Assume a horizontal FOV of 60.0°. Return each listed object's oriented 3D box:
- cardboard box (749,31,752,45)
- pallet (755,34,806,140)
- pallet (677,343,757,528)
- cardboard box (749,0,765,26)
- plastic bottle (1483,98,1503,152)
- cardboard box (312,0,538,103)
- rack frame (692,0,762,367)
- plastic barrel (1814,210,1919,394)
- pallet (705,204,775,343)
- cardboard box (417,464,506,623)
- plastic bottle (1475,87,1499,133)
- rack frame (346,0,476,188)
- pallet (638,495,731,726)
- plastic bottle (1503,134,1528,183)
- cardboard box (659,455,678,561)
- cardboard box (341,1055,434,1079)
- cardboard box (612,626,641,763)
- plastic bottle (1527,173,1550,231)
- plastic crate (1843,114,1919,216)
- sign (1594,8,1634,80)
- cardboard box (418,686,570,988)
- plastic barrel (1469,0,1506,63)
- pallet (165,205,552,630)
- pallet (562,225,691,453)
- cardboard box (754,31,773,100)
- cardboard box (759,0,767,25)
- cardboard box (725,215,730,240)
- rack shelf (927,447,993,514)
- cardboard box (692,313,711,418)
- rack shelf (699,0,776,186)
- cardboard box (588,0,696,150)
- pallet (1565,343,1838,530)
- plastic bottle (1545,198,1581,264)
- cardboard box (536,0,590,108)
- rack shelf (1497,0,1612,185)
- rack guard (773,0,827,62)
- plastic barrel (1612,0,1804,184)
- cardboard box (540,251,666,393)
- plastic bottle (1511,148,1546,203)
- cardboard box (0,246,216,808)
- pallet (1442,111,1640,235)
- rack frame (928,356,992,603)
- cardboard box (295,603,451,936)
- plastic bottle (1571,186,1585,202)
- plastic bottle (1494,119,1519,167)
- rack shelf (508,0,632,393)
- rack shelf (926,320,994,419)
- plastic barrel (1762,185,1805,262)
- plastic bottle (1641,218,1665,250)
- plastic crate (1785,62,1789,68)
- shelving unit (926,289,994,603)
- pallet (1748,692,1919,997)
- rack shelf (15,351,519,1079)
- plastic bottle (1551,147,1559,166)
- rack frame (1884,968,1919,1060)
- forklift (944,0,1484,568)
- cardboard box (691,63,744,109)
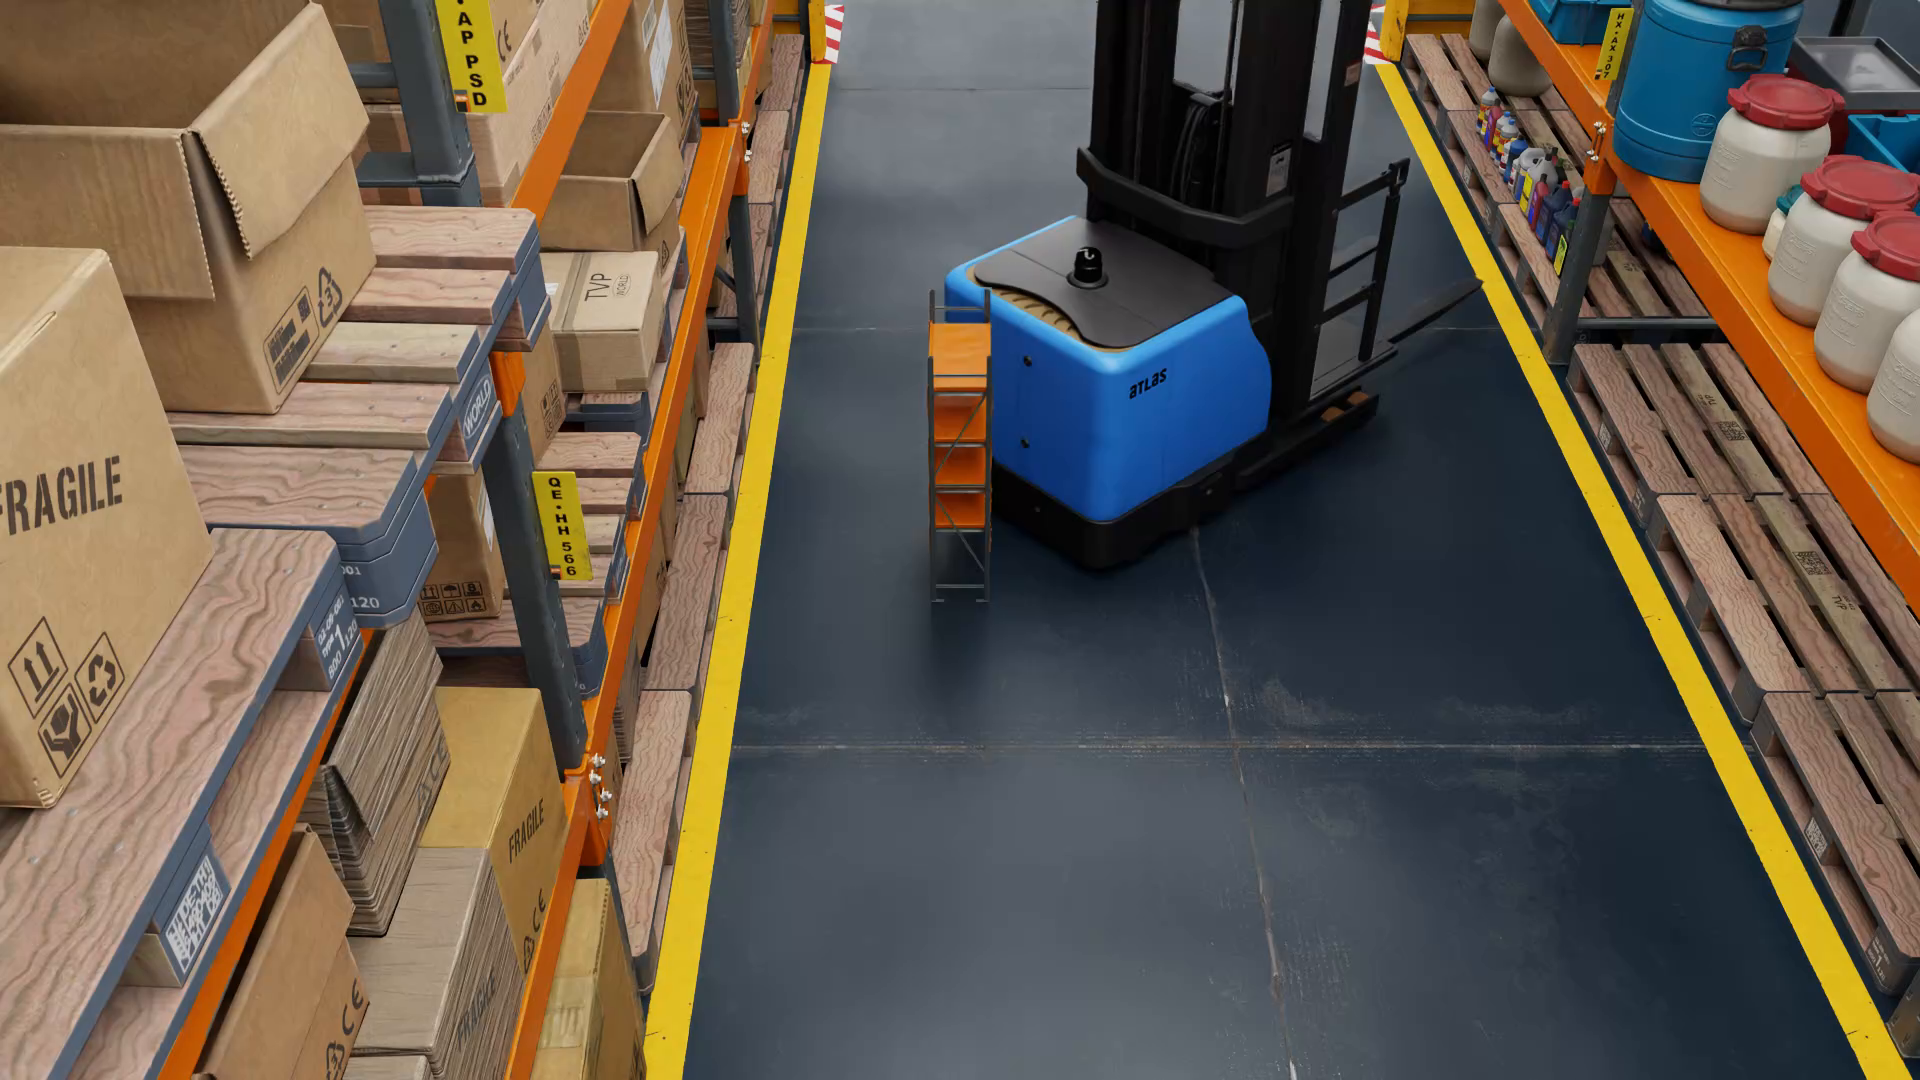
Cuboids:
[{"bbox_3d":[-1.219,-2.426,8.080,0.380,0.149,0.250,0,39,0],"label":"cardboard box"},{"bbox_3d":[-1.544,-2.935,10.743,1.003,0.211,1.213,0,39,0],"label":"pallet"},{"bbox_3d":[-1.502,-0.502,7.708,1.003,0.211,1.213,0,39,0],"label":"pallet"},{"bbox_3d":[-1.409,-2.826,8.060,0.875,0.500,0.500,0,39,0],"label":"cardboard box"},{"bbox_3d":[3.116,-2.418,9.689,0.061,0.283,0.133,1,39,1],"label":"plastic bottle"},{"bbox_3d":[-1.243,-1.274,3.563,0.500,0.500,0.500,0,39,0],"label":"cardboard box"},{"bbox_3d":[-1.505,-2.077,7.443,1.000,3.000,0.127,0,39,0],"label":"rack frame"},{"bbox_3d":[3.232,-0.806,5.748,0.433,0.535,0.433,0,39,0],"label":"plastic barrel"},{"bbox_3d":[-1.541,-1.409,8.839,1.003,0.211,1.213,0,39,0],"label":"pallet"},{"bbox_3d":[-1.541,-0.116,4.581,0.500,0.500,0.500,-5,39,-6],"label":"cardboard box"},{"bbox_3d":[3.134,-2.555,9.870,0.097,0.271,0.097,0,39,0],"label":"plastic bottle"},{"bbox_3d":[-1.500,-1.917,2.446,1.000,3.000,0.127,0,39,0],"label":"rack frame"},{"bbox_3d":[-1.498,0.263,6.753,1.003,0.211,1.213,0,39,0],"label":"pallet"},{"bbox_3d":[3.135,-2.152,9.366,0.097,0.271,0.097,0,39,0],"label":"plastic bottle"},{"bbox_3d":[-1.543,-0.241,6.799,0.700,0.500,0.500,-3,39,-4],"label":"cardboard box"},{"bbox_3d":[-1.253,1.330,3.112,0.500,0.500,0.500,-1,39,-2],"label":"cardboard box"},{"bbox_3d":[-1.534,0.462,5.922,0.700,0.500,0.500,-3,39,-4],"label":"cardboard box"},{"bbox_3d":[3.117,-1.817,8.939,0.061,0.283,0.133,2,39,3],"label":"plastic bottle"},{"bbox_3d":[3.761,-1.385,6.592,0.392,0.384,0.575,0,39,0],"label":"plastic crate"},{"bbox_3d":[2.898,-2.195,7.369,0.100,0.325,0.005,0,39,0],"label":"sign"},{"bbox_3d":[-1.252,0.694,3.906,0.500,0.500,0.500,1,39,1],"label":"cardboard box"},{"bbox_3d":[3.521,-3.364,10.702,0.421,0.512,0.421,0,39,0],"label":"plastic barrel"},{"bbox_3d":[-1.446,-0.270,2.941,1.213,0.211,1.003,2,39,2],"label":"pallet"},{"bbox_3d":[-1.543,-0.739,5.927,1.003,0.211,1.213,0,39,0],"label":"pallet"},{"bbox_3d":[-1.490,-3.003,10.261,0.500,0.500,0.500,10,40,12],"label":"cardboard box"},{"bbox_3d":[-1.188,-2.739,8.470,0.380,0.149,0.250,0,39,0],"label":"cardboard box"},{"bbox_3d":[-1.473,-1.874,8.853,0.500,0.500,0.500,12,40,14],"label":"cardboard box"},{"bbox_3d":[0.000,-0.312,6.788,0.258,0.148,0.480,0,39,0],"label":"rack shelf"},{"bbox_3d":[-1.525,-0.889,7.608,0.700,0.500,0.500,-3,39,-4],"label":"cardboard box"},{"bbox_3d":[-1.507,-3.047,9.229,1.077,0.370,4.000,0,39,0],"label":"rack shelf"},{"bbox_3d":[-1.644,-1.978,6.504,1.000,1.000,1.000,0,39,0],"label":"cardboard box"},{"bbox_3d":[3.488,-0.502,7.707,1.003,0.211,1.213,0,39,0],"label":"pallet"},{"bbox_3d":[3.159,-1.621,8.641,0.144,0.351,0.185,-1,39,-1],"label":"plastic bottle"},{"bbox_3d":[-1.246,-1.303,4.198,0.500,0.250,0.500,1,39,1],"label":"cardboard box"},{"bbox_3d":[3.446,-3.051,9.233,1.077,0.370,4.000,0,39,0],"label":"rack shelf"},{"bbox_3d":[-1.509,-3.556,11.287,1.175,0.500,0.348,0,39,0],"label":"rack guard"},{"bbox_3d":[3.146,-2.035,6.989,0.600,0.901,0.708,0,39,0],"label":"plastic barrel"},{"bbox_3d":[-1.272,-0.729,5.546,0.500,0.250,0.500,-1,39,-1],"label":"cardboard box"},{"bbox_3d":[3.163,-2.016,9.193,0.152,0.276,0.135,1,39,1],"label":"plastic bottle"},{"bbox_3d":[-1.338,-0.028,2.072,0.500,0.500,0.500,2,39,2],"label":"cardboard box"},{"bbox_3d":[3.485,-2.177,9.798,1.003,0.211,1.213,0,39,0],"label":"pallet"},{"bbox_3d":[0.000,-0.212,6.555,0.240,1.200,0.015,0,39,0],"label":"rack frame"},{"bbox_3d":[-1.515,0.451,3.406,0.797,0.503,0.637,1,39,1],"label":"cardboard box"},{"bbox_3d":[3.307,-1.728,8.834,0.152,0.276,0.135,0,39,0],"label":"plastic bottle"},{"bbox_3d":[3.135,-2.278,9.524,0.097,0.271,0.097,0,39,0],"label":"plastic bottle"},{"bbox_3d":[-1.502,-1.716,5.170,1.077,0.370,4.000,0,39,0],"label":"rack shelf"},{"bbox_3d":[0.000,-0.671,6.500,0.258,0.148,0.480,0,39,0],"label":"rack shelf"},{"bbox_3d":[3.296,-1.199,6.458,0.301,0.262,0.301,0,39,0],"label":"plastic barrel"},{"bbox_3d":[3.718,-1.724,8.769,0.144,0.351,0.185,0,39,0],"label":"plastic bottle"},{"bbox_3d":[3.575,-2.384,7.876,0.767,0.338,0.504,0,39,0],"label":"plastic crate"},{"bbox_3d":[0.000,-0.365,6.746,0.258,1.200,0.503,0,39,0],"label":"shelving unit"},{"bbox_3d":[3.491,1.024,5.803,1.003,0.211,1.213,0,39,0],"label":"pallet"},{"bbox_3d":[-1.498,0.785,2.048,1.077,0.370,4.000,0,39,0],"label":"rack shelf"},{"bbox_3d":[3.269,-2.019,9.191,0.061,0.283,0.133,0,39,0],"label":"plastic bottle"},{"bbox_3d":[3.453,0.421,4.326,1.000,3.000,0.127,0,39,0],"label":"rack frame"},{"bbox_3d":[1.350,-1.820,7.177,3.031,2.935,1.130,-30,47,-32],"label":"forklift"},{"bbox_3d":[-1.204,-2.114,7.690,0.380,0.149,0.250,0,39,0],"label":"cardboard box"}]
